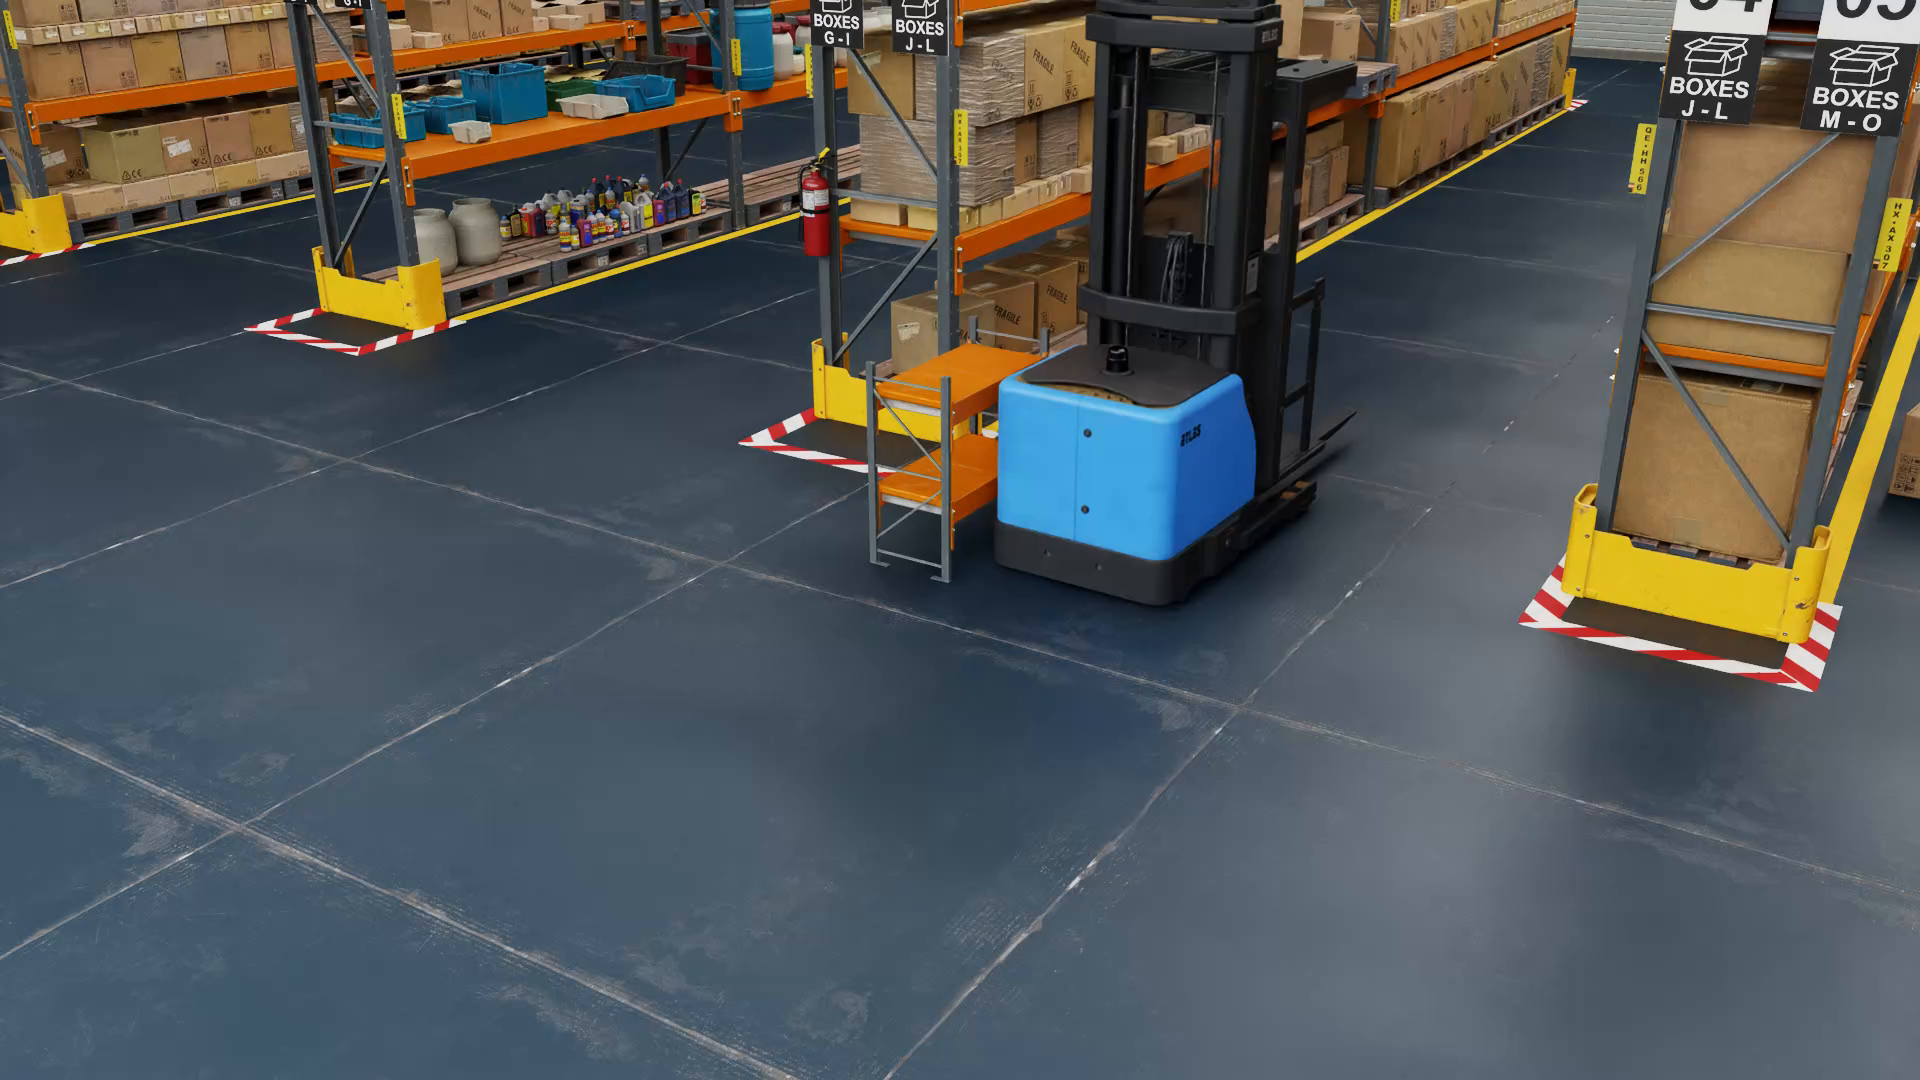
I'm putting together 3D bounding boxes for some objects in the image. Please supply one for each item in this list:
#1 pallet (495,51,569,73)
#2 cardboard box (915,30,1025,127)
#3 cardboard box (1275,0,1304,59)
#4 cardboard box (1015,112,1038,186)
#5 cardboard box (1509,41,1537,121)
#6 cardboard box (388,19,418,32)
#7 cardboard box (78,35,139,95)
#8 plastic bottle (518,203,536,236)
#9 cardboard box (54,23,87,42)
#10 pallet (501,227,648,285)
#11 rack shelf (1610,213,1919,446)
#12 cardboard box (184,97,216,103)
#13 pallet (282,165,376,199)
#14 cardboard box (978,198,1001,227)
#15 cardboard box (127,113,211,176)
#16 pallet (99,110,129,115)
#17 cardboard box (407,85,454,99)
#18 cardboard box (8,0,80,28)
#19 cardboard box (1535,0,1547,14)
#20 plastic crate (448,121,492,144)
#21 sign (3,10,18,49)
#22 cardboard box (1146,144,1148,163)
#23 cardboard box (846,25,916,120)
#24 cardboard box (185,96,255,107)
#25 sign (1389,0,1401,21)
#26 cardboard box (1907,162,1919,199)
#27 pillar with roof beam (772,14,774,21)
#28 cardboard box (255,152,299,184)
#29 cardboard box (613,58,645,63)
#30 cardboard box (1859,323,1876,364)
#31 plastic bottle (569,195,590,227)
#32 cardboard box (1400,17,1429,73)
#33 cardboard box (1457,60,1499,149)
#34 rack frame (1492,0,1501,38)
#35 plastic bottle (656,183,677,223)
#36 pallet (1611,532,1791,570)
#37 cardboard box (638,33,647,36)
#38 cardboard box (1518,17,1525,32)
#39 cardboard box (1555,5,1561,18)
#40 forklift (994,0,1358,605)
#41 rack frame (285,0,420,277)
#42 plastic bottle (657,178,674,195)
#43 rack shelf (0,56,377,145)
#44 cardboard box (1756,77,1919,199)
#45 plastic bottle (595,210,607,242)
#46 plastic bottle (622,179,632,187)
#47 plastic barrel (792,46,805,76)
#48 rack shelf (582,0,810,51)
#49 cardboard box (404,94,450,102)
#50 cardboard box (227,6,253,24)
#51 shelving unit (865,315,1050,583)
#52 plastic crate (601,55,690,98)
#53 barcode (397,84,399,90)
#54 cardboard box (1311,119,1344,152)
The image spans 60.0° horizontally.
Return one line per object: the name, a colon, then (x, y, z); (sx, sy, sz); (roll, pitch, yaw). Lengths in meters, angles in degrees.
pallet: (-7.096, -7.731, 26.844); (1.003, 0.211, 1.213); (14, 27, 29)
cardboard box: (0.063, -2.893, 10.398); (0.500, 0.500, 0.500); (14, 27, 29)
cardboard box: (2.189, -4.180, 13.846); (1.000, 1.000, 1.000); (14, 27, 29)
cardboard box: (0.017, -2.679, 11.163); (0.875, 0.500, 0.500); (14, 27, 29)
cardboard box: (6.762, -5.901, 21.251); (0.875, 0.875, 0.875); (14, 27, 29)
cardboard box: (-6.455, -5.824, 19.097); (0.396, 0.266, 0.258); (13, 27, 28)
cardboard box: (-8.343, -4.579, 15.927); (0.700, 0.500, 0.500); (15, 27, 30)
plastic bottle: (-3.914, -2.904, 15.057); (0.152, 0.276, 0.135); (14, 27, 29)
cardboard box: (-8.346, -4.721, 15.437); (0.380, 0.149, 0.250); (13, 27, 28)
pallet: (-3.589, -2.600, 14.991); (1.003, 0.211, 1.213); (14, 27, 29)
rack shelf: (4.757, -1.395, 9.601); (1.077, 0.370, 4.000); (14, 27, 29)
cardboard box: (-10.369, -6.079, 22.109); (0.700, 0.500, 0.500); (13, 27, 28)
pallet: (-7.218, -4.011, 18.250); (1.003, 0.211, 1.213); (14, 27, 29)
cardboard box: (0.043, -2.134, 10.721); (0.380, 0.149, 0.250); (14, 27, 29)
cardboard box: (-7.886, -3.950, 16.588); (0.500, 0.500, 0.500); (14, 27, 29)
pallet: (-10.564, -5.571, 21.852); (1.003, 0.211, 1.213); (14, 27, 29)
cardboard box: (-6.258, -5.280, 19.898); (0.500, 0.311, 0.500); (14, 27, 29)
cardboard box: (-8.588, -5.014, 15.299); (0.700, 0.500, 0.500); (14, 27, 29)
cardboard box: (7.144, -6.852, 21.117); (0.500, 0.250, 0.500); (14, 27, 29)
plastic crate: (-3.921, -3.275, 13.371); (0.298, 0.136, 0.250); (14, 27, 29)
sign: (-8.404, -4.516, 14.716); (0.100, 0.325, 0.005); (14, 27, 29)
cardboard box: (1.184, -2.905, 12.501); (0.380, 0.149, 0.250); (14, 27, 29)
cardboard box: (-0.378, -3.002, 10.650); (0.500, 0.500, 0.500); (14, 27, 29)
cardboard box: (-7.801, -4.397, 17.620); (0.500, 0.500, 0.500); (14, 27, 29)
sign: (4.227, -5.208, 16.146); (0.100, 0.325, 0.005); (14, 27, 29)
cardboard box: (5.357, -2.151, 10.255); (0.875, 0.550, 0.550); (14, 27, 29)
pillar with roof beam: (-0.296, -13.581, 29.294); (9.100, 9.000, 0.400); (14, 27, 29)
cardboard box: (-7.345, -3.940, 17.509); (0.500, 0.250, 0.500); (14, 27, 29)
cardboard box: (-4.359, -6.320, 22.666); (0.500, 0.500, 0.500); (15, 28, 31)
cardboard box: (6.063, -1.788, 11.909); (1.050, 0.750, 0.750); (14, 27, 29)
plastic bottle: (-3.519, -3.048, 15.389); (0.152, 0.276, 0.135); (14, 27, 29)
cardboard box: (4.519, -5.151, 17.246); (0.500, 0.500, 0.500); (13, 27, 28)
cardboard box: (5.551, -5.171, 19.564); (1.225, 0.875, 0.875); (14, 27, 29)
rack frame: (5.871, -6.173, 19.734); (1.000, 3.000, 0.127); (14, 27, 29)
plastic bottle: (-2.752, -3.155, 15.543); (0.144, 0.351, 0.185); (12, 26, 26)
pallet: (4.057, -0.056, 9.114); (1.003, 0.211, 1.213); (14, 27, 29)
cardboard box: (-5.731, -8.906, 28.664); (0.700, 0.500, 0.500); (15, 27, 30)
cardboard box: (6.724, -6.355, 20.470); (0.380, 0.149, 0.250); (13, 27, 28)
cardboard box: (7.671, -6.962, 21.872); (0.380, 0.149, 0.250); (14, 27, 30)
forklift: (1.416, -1.551, 9.143); (1.130, 2.935, 3.031); (15, 27, 31)
rack frame: (-4.666, -3.161, 12.776); (1.000, 3.000, 0.127); (14, 27, 29)
plastic bottle: (-2.774, -3.250, 15.762); (0.144, 0.351, 0.185); (14, 27, 29)
rack shelf: (-7.818, -4.545, 16.879); (1.077, 0.370, 4.000); (14, 27, 29)
cardboard box: (4.553, -2.097, 8.769); (0.875, 0.550, 0.550); (14, 27, 29)
plastic bottle: (-3.212, -2.807, 14.839); (0.097, 0.271, 0.097); (0, 23, 0)
plastic bottle: (-3.244, -3.333, 16.047); (0.152, 0.276, 0.135); (15, 28, 31)
plastic barrel: (-1.728, -4.862, 16.880); (0.301, 0.262, 0.301); (0, 23, 0)
rack shelf: (-3.598, -7.245, 23.116); (1.077, 0.370, 4.000); (14, 27, 29)
cardboard box: (-6.064, -4.994, 19.236); (0.500, 0.311, 0.500); (14, 27, 28)
cardboard box: (-7.395, -5.329, 16.842); (0.380, 0.149, 0.250); (15, 27, 30)
shelving unit: (0.004, -0.518, 9.032); (0.538, 1.125, 1.048); (14, 27, 29)
plastic crate: (-2.941, -4.333, 15.561); (0.767, 0.338, 0.504); (14, 27, 29)
barcode: (-6.274, -5.045, 18.512); (0.001, 0.075, 0.075); (14, 27, 29)
cardboard box: (3.433, -3.990, 16.339); (0.500, 0.250, 0.500); (15, 28, 31)
